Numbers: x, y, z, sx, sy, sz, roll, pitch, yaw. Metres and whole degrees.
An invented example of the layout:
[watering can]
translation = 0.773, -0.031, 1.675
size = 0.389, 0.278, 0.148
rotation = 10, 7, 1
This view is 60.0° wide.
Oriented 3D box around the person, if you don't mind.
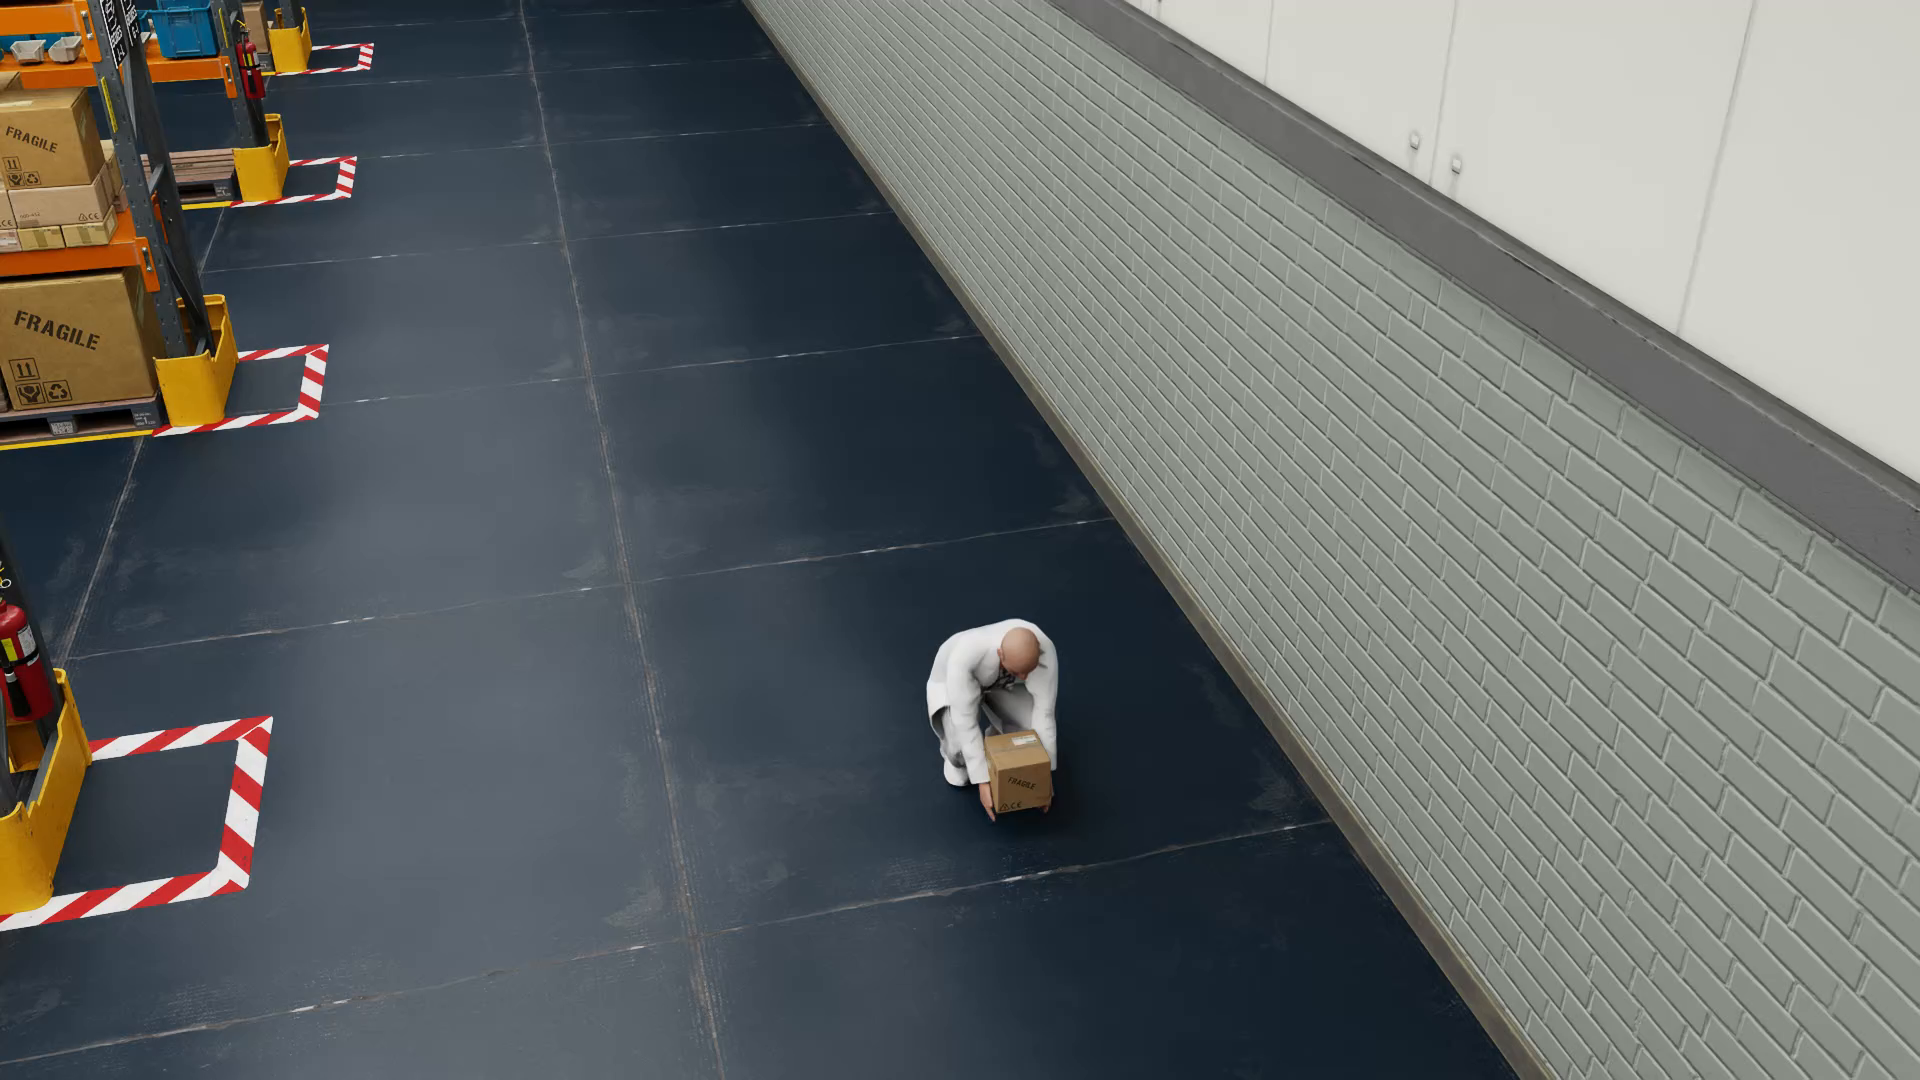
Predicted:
[person]
translation = 0.156, 0.743, 7.767
size = 0.589, 0.988, 0.910
rotation = -8, 31, -14
